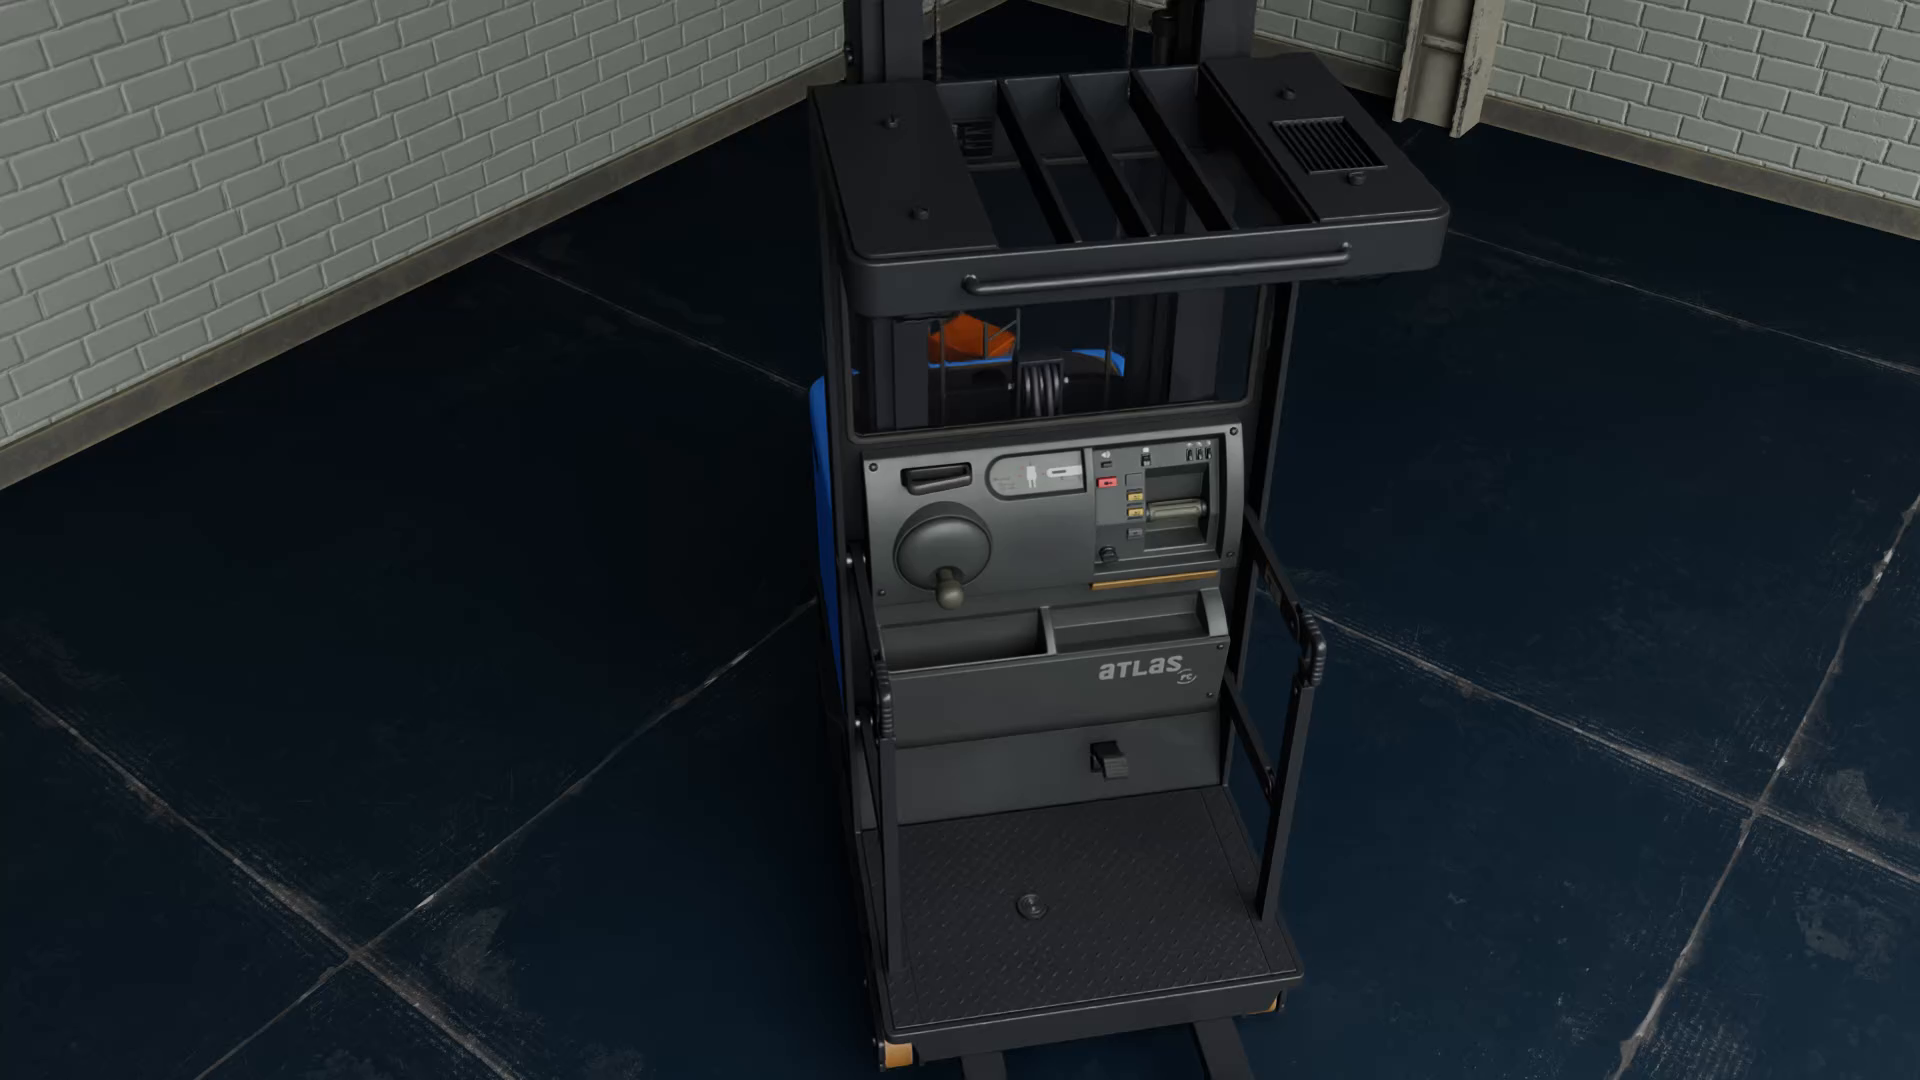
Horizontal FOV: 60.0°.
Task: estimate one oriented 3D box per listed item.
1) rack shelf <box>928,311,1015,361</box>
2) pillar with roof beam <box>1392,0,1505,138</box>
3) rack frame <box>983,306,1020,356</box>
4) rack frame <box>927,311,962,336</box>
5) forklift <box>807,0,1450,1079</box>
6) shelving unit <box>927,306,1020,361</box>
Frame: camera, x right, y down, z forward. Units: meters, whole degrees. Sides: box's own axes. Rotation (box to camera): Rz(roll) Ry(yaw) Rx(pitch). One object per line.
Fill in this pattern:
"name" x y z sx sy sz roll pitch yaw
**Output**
"rack shelf" 0.042 -0.608 5.732 0.240 0.259 0.215 25 45 29
"pillar with roof beam" 0.027 -3.767 3.762 0.400 9.000 9.100 25 45 29
"rack frame" 0.139 -0.348 5.842 0.008 1.050 0.200 25 45 29
"rack frame" -0.054 -0.439 5.959 0.008 1.050 0.200 25 45 29
"forklift" 0.272 0.009 3.861 1.130 2.935 3.031 -6 38 -8
"shelving unit" 0.042 -0.393 5.901 0.252 1.050 0.215 25 45 29
